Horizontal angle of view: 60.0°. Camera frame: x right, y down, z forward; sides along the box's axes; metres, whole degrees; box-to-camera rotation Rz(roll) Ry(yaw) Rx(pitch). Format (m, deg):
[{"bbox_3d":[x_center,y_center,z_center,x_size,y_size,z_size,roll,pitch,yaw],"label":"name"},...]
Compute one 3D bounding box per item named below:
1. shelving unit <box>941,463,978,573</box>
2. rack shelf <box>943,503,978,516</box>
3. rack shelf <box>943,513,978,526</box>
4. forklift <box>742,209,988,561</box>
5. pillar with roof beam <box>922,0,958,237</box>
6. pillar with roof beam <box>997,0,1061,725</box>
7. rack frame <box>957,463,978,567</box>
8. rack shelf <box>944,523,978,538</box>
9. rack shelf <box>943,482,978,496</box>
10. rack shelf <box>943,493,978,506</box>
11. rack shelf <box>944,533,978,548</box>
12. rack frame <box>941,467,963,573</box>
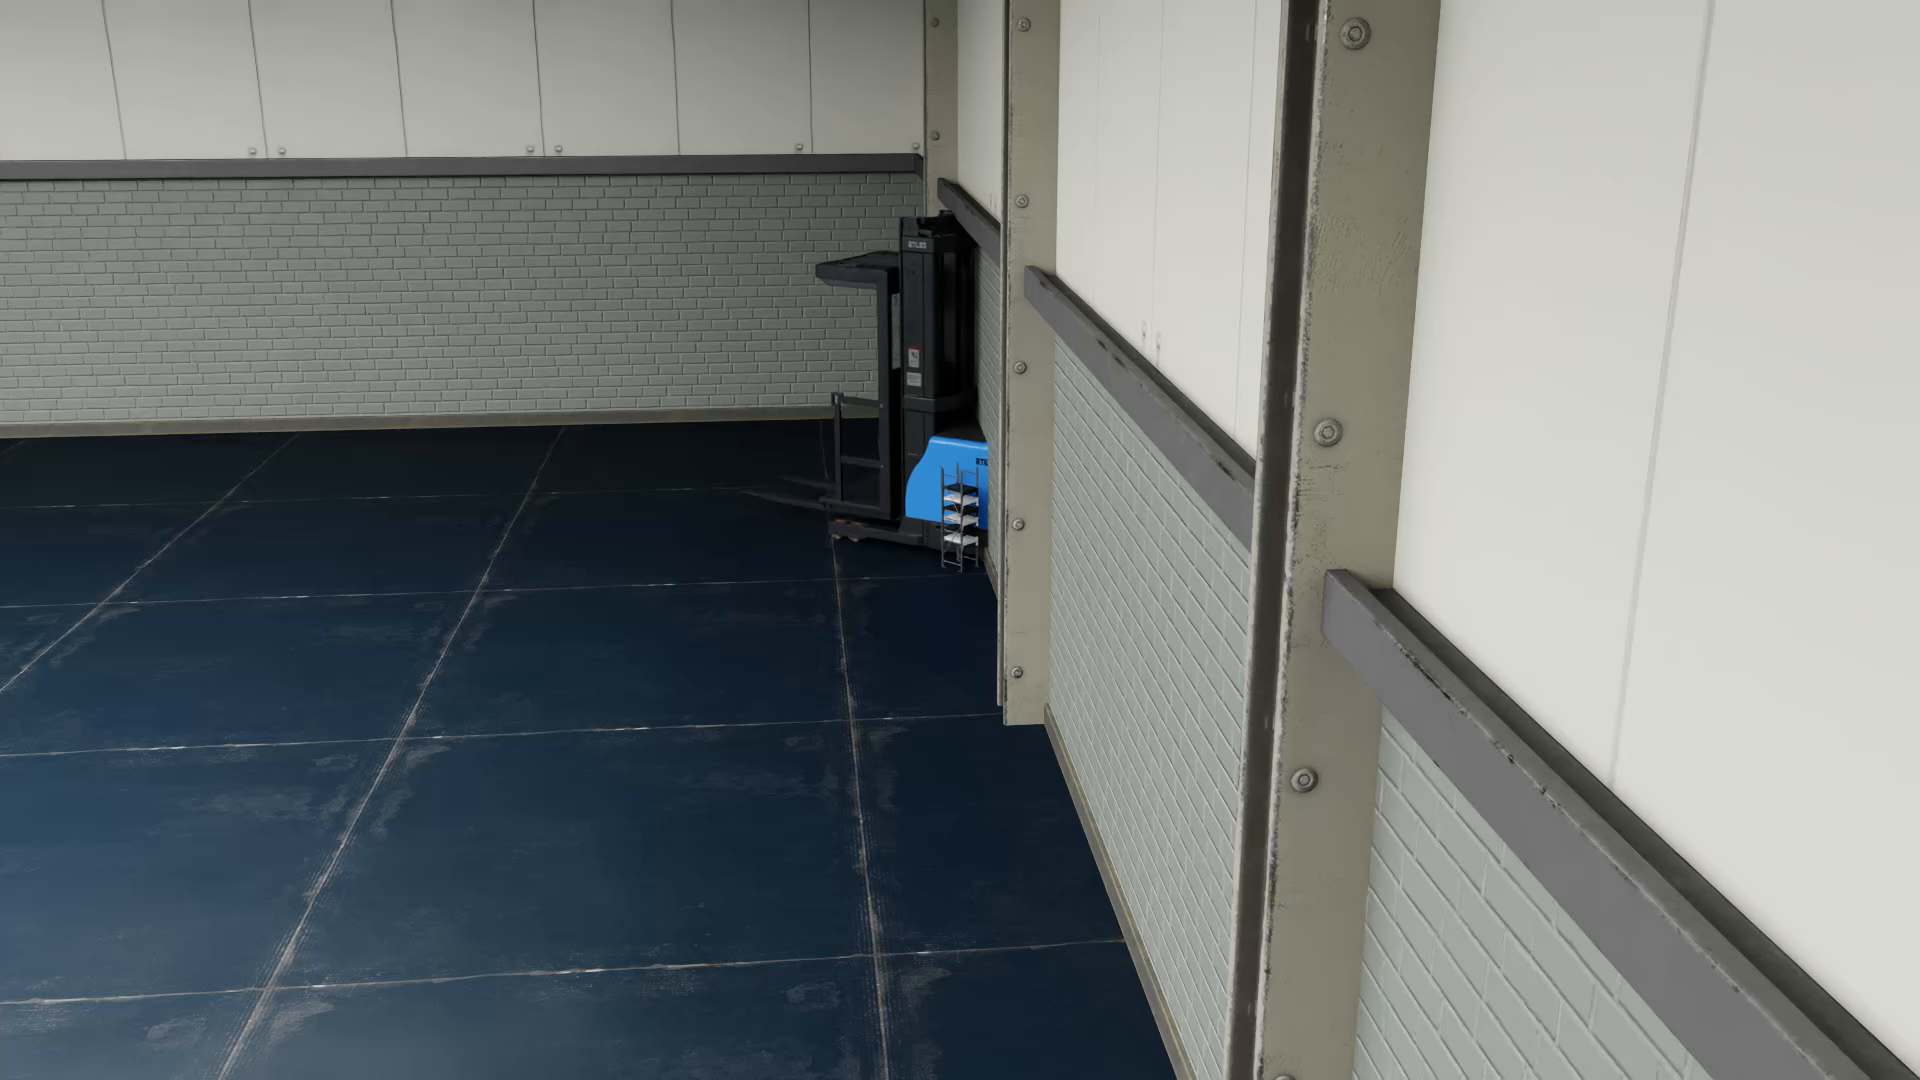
[{"bbox_3d":[-0.003,-0.194,14.367,0.258,0.900,0.210,15,23,39],"label":"shelving unit"},{"bbox_3d":[-0.003,-0.248,14.350,0.258,0.077,0.200,15,23,39],"label":"rack shelf"},{"bbox_3d":[-0.003,-0.163,14.377,0.258,0.077,0.200,15,23,39],"label":"rack shelf"},{"bbox_3d":[-0.623,-1.513,15.177,3.031,2.935,1.130,10,20,29],"label":"forklift"},{"bbox_3d":[-4.468,-4.757,15.379,9.100,9.000,0.400,-2,18,-6],"label":"pillar with roof beam"},{"bbox_3d":[-3.849,-2.970,9.685,9.100,9.000,0.400,-2,18,-6],"label":"pillar with roof beam"},{"bbox_3d":[0.064,-0.217,14.440,0.240,0.900,0.006,15,23,39],"label":"rack frame"},{"bbox_3d":[-0.003,-0.077,14.404,0.258,0.077,0.200,15,23,39],"label":"rack shelf"},{"bbox_3d":[-0.003,-0.420,14.296,0.258,0.077,0.200,15,23,39],"label":"rack shelf"},{"bbox_3d":[-0.003,-0.334,14.323,0.258,0.077,0.200,15,23,39],"label":"rack shelf"},{"bbox_3d":[-0.003,0.009,14.431,0.258,0.077,0.200,15,23,39],"label":"rack shelf"},{"bbox_3d":[-0.069,-0.171,14.294,0.240,0.900,0.006,15,23,39],"label":"rack frame"}]
